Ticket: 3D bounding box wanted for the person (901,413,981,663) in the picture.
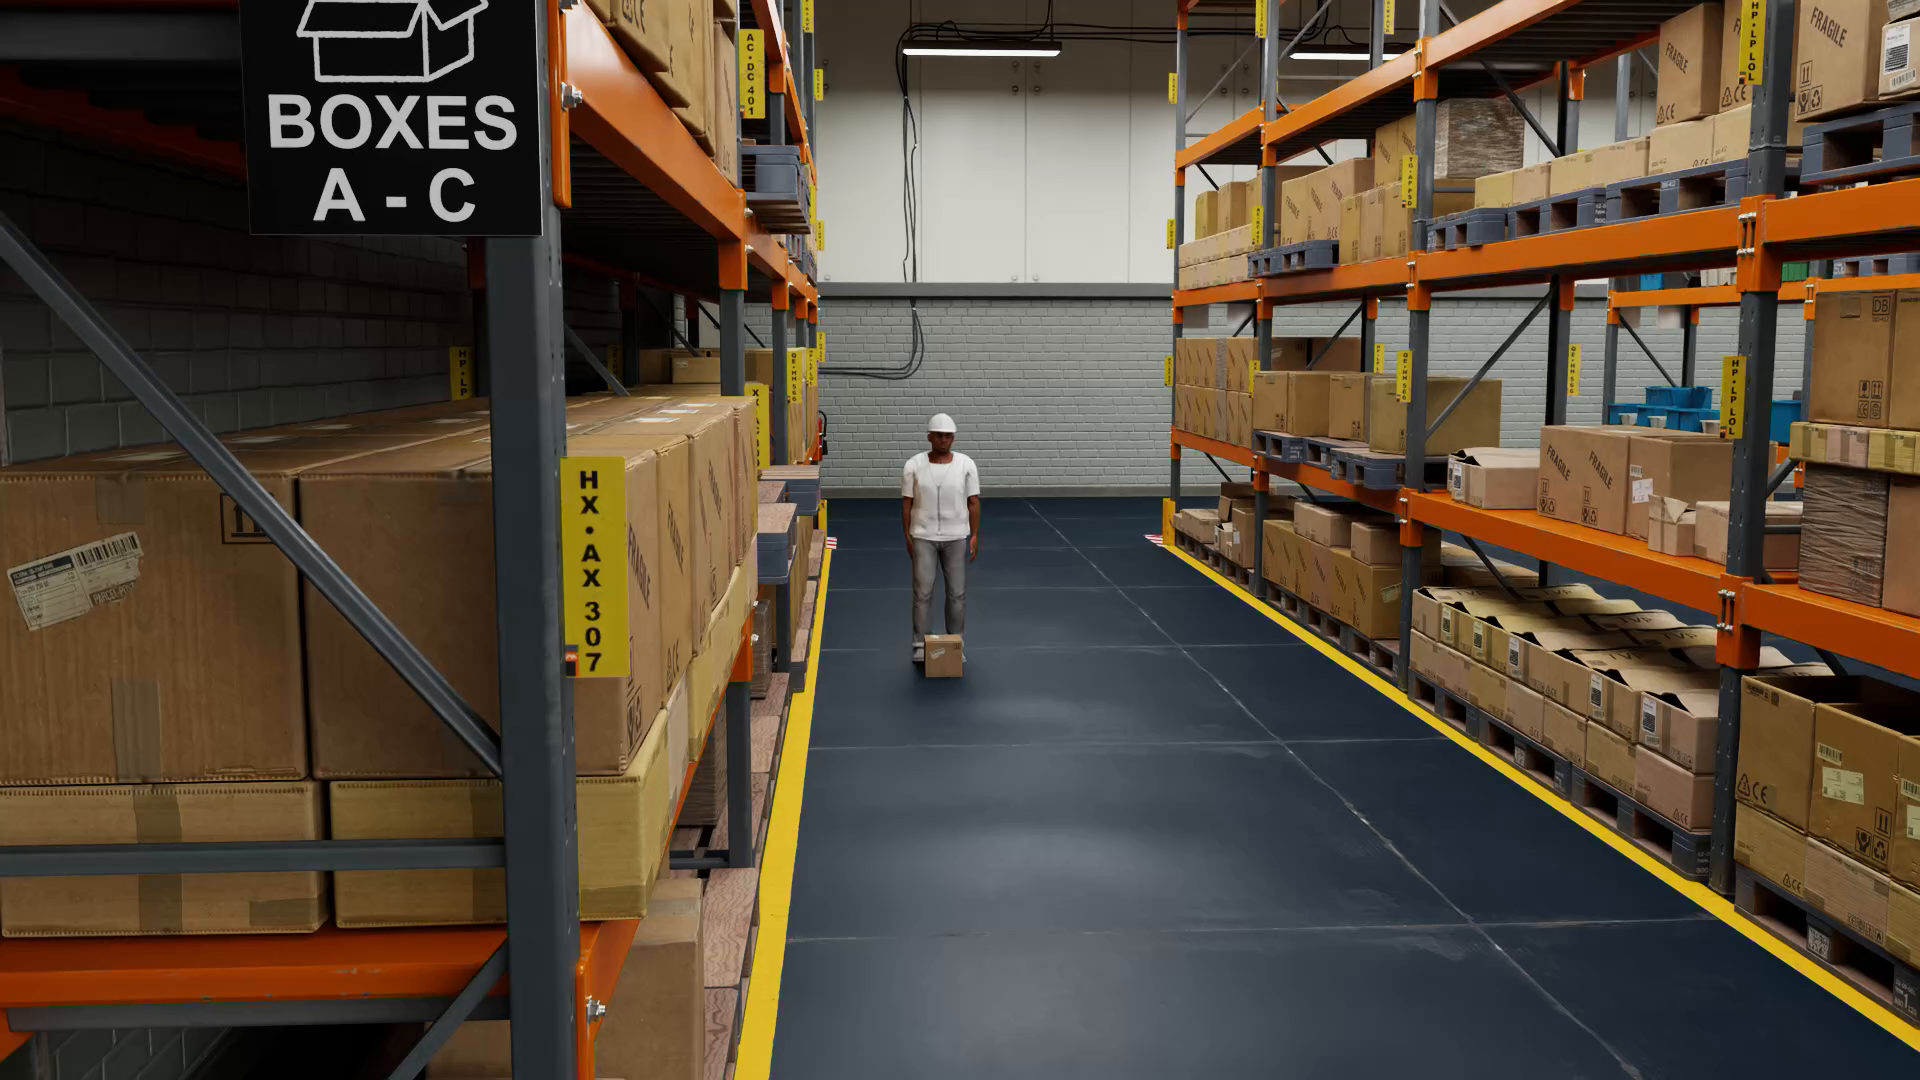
[{"bbox_3d":[-0.133,-0.011,11.770,0.562,1.764,0.365,0,7,-1],"label":"person"}]
